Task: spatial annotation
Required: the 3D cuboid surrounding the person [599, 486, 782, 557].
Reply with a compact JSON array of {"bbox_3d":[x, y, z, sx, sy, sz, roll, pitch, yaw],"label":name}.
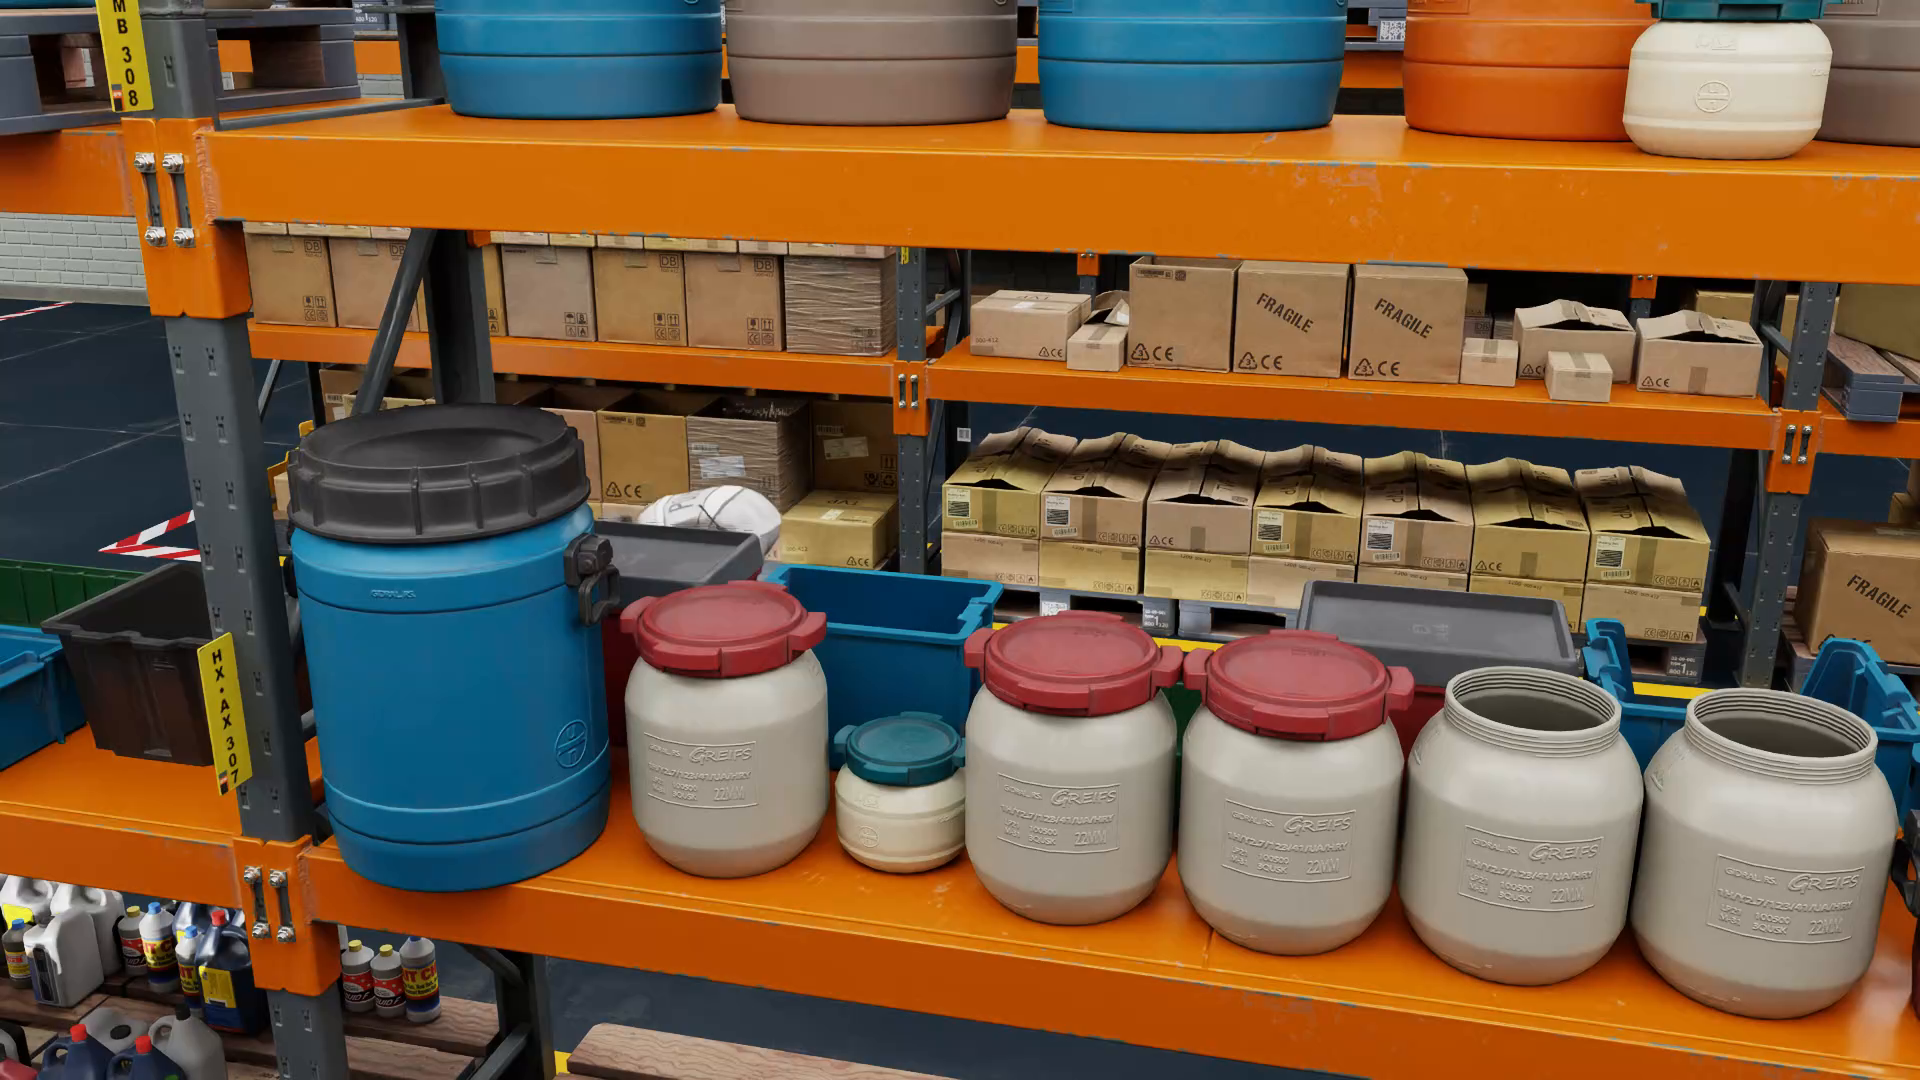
[{"bbox_3d":[-1.267,0.202,7.650,0.903,0.907,0.460,4,19,11],"label":"person"}]
